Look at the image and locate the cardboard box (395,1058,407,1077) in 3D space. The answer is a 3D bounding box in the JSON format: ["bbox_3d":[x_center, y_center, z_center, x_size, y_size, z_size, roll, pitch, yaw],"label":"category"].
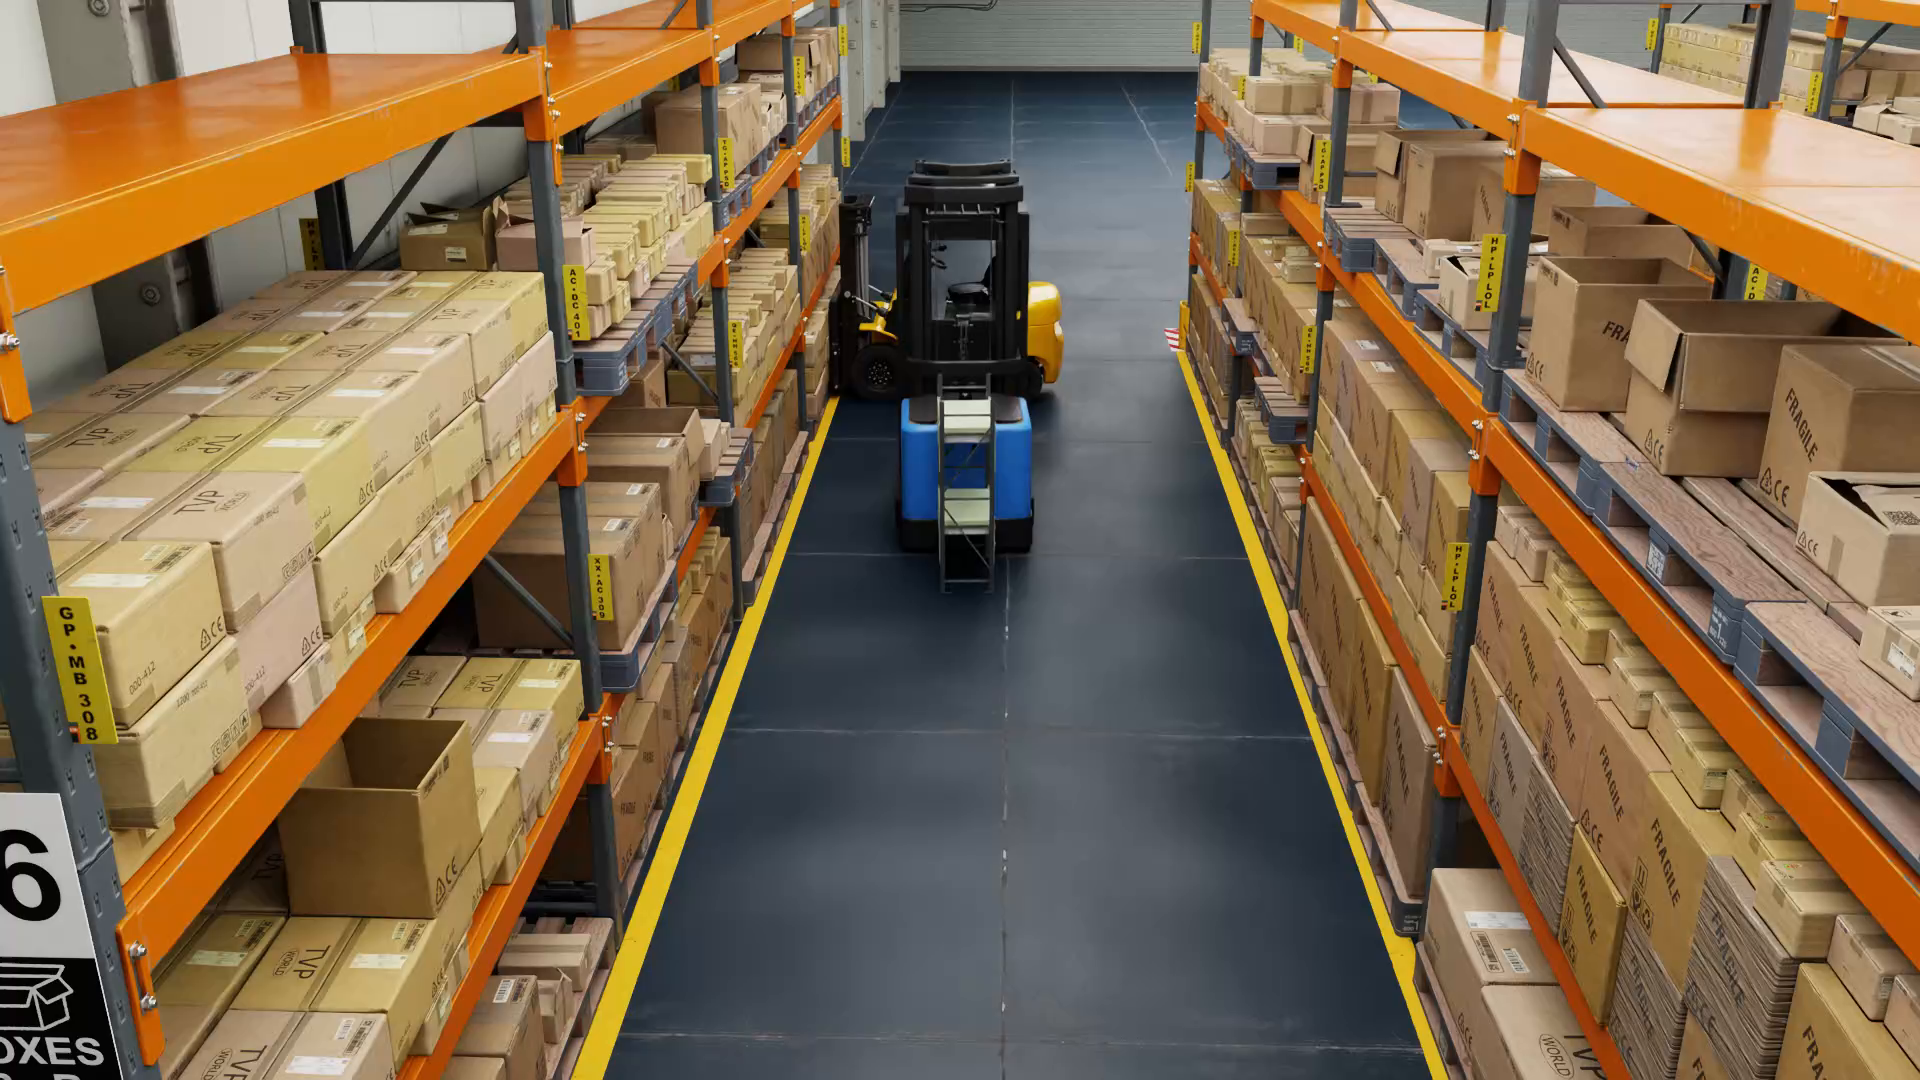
[{"bbox_3d":[-2.025,1.691,5.371,0.380,0.149,0.250,1,21,2],"label":"cardboard box"}]

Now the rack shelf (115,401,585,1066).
[{"bbox_3d":[-2.255,0.278,5.513,1.077,0.370,4.000,1,21,2],"label":"rack shelf"}]

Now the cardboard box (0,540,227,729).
[{"bbox_3d":[-2.051,0.206,3.808,0.500,0.250,0.500,0,21,1],"label":"cardboard box"}]

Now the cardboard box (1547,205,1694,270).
[{"bbox_3d":[3.084,-1.285,7.828,0.500,0.500,0.500,0,21,1],"label":"cardboard box"}]

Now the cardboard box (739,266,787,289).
[{"bbox_3d":[-1.664,-2.219,14.067,0.380,0.149,0.250,0,21,0],"label":"cardboard box"}]

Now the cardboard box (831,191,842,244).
[{"bbox_3d":[-1.581,-3.586,18.487,0.500,0.500,0.500,0,21,0],"label":"cardboard box"}]

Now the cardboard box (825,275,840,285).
[{"bbox_3d":[-1.541,-2.746,18.298,0.500,0.250,0.500,1,21,3],"label":"cardboard box"}]

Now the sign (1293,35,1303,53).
[{"bbox_3d":[3.687,-5.465,18.097,0.100,0.325,0.005,1,21,2],"label":"sign"}]

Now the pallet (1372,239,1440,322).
[{"bbox_3d":[2.892,-1.447,9.227,1.003,0.211,1.213,2,21,4],"label":"pallet"}]

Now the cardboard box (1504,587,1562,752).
[{"bbox_3d":[2.490,0.511,6.546,0.500,0.500,0.500,0,21,1],"label":"cardboard box"}]

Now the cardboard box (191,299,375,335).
[{"bbox_3d":[-2.493,-0.719,6.193,0.500,0.250,0.500,0,21,0],"label":"cardboard box"}]

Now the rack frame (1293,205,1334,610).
[{"bbox_3d":[2.889,-0.775,11.379,1.000,3.000,0.127,1,21,2],"label":"rack frame"}]

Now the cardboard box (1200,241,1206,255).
[{"bbox_3d":[2.779,-3.152,17.853,0.380,0.149,0.250,1,21,2],"label":"cardboard box"}]

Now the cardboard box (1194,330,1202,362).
[{"bbox_3d":[2.809,-2.108,18.036,0.500,0.250,0.500,1,21,4],"label":"cardboard box"}]

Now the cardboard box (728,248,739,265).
[{"bbox_3d":[-2.176,-2.499,14.787,0.380,0.149,0.250,0,21,0],"label":"cardboard box"}]

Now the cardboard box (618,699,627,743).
[{"bbox_3d":[-1.989,0.965,8.875,0.380,0.149,0.250,0,21,-1],"label":"cardboard box"}]

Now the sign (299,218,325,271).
[{"bbox_3d":[-2.749,-1.210,7.094,0.100,0.325,0.005,1,21,2],"label":"sign"}]

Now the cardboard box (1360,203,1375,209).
[{"bbox_3d":[2.689,-2.172,11.182,0.380,0.149,0.250,1,21,2],"label":"cardboard box"}]

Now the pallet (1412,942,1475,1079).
[{"bbox_3d":[2.666,2.246,7.450,1.003,0.211,1.213,1,21,2],"label":"pallet"}]

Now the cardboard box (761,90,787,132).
[{"bbox_3d":[-1.729,-3.609,13.942,0.500,0.311,0.500,0,21,0],"label":"cardboard box"}]

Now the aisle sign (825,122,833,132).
[{"bbox_3d":[-1.533,-4.953,18.554,0.394,0.787,0.004,1,21,2],"label":"aisle sign"}]

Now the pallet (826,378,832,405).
[{"bbox_3d":[-1.850,-1.704,17.628,1.003,0.211,1.213,1,21,2],"label":"pallet"}]

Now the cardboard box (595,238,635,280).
[{"bbox_3d":[-1.759,-1.336,7.896,0.380,0.149,0.250,0,21,1],"label":"cardboard box"}]

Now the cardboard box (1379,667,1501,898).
[{"bbox_3d":[2.707,1.241,8.540,0.875,0.875,0.875,1,21,3],"label":"cardboard box"}]

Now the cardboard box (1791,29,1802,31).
[{"bbox_3d":[8.389,-5.143,17.016,0.380,0.149,0.250,1,21,3],"label":"cardboard box"}]

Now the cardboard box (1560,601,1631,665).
[{"bbox_3d":[2.435,0.338,6.094,0.380,0.149,0.250,0,21,0],"label":"cardboard box"}]

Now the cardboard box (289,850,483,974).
[{"bbox_3d":[-2.011,1.284,5.870,0.500,0.250,0.500,0,21,0],"label":"cardboard box"}]

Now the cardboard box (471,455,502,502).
[{"bbox_3d":[-1.949,-0.256,6.242,0.380,0.149,0.250,1,21,1],"label":"cardboard box"}]

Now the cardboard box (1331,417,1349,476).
[{"bbox_3d":[2.610,-0.571,10.369,0.500,0.250,0.500,1,21,3],"label":"cardboard box"}]

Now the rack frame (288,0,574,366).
[{"bbox_3d":[-2.194,-2.179,6.704,1.000,3.000,0.127,1,21,2],"label":"rack frame"}]

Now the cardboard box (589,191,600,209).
[{"bbox_3d":[-2.383,-2.029,10.121,0.380,0.149,0.250,1,21,3],"label":"cardboard box"}]

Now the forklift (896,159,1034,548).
[{"bbox_3d":[0.011,-1.785,14.076,1.130,2.935,3.031,-1,21,-2],"label":"forklift"}]

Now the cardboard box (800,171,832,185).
[{"bbox_3d":[-1.586,-3.892,17.967,0.380,0.149,0.250,1,21,3],"label":"cardboard box"}]

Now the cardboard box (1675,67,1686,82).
[{"bbox_3d":[7.737,-4.870,17.415,0.380,0.149,0.250,1,21,2],"label":"cardboard box"}]

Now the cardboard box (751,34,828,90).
[{"bbox_3d":[-1.730,-4.876,16.946,0.700,0.500,0.500,1,21,2],"label":"cardboard box"}]

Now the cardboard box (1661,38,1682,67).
[{"bbox_3d":[7.812,-5.187,17.682,0.500,0.250,0.500,1,21,2],"label":"cardboard box"}]

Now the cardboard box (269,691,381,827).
[{"bbox_3d":[-2.505,0.735,6.247,0.500,0.500,0.500,0,21,0],"label":"cardboard box"}]

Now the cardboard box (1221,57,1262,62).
[{"bbox_3d":[2.863,-4.833,16.936,0.380,0.149,0.250,1,21,1],"label":"cardboard box"}]

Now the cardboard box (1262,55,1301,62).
[{"bbox_3d":[3.323,-4.918,17.157,0.380,0.149,0.250,1,21,2],"label":"cardboard box"}]

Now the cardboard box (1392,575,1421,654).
[{"bbox_3d":[2.546,0.392,8.579,0.500,0.250,0.500,0,21,1],"label":"cardboard box"}]

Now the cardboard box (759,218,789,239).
[{"bbox_3d":[-1.644,-2.874,15.343,0.380,0.149,0.250,1,21,3],"label":"cardboard box"}]

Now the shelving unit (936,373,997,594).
[{"bbox_3d":[0.043,-0.429,12.561,0.431,1.500,0.755,-1,21,-2],"label":"shelving unit"}]

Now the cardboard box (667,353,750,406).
[{"bbox_3d":[-1.789,-1.149,11.859,0.500,0.250,0.500,1,21,2],"label":"cardboard box"}]

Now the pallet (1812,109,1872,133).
[{"bbox_3d":[7.997,-3.856,15.296,1.003,0.211,1.213,1,21,2],"label":"pallet"}]

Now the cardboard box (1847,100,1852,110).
[{"bbox_3d":[8.328,-4.039,15.273,0.380,0.149,0.250,1,21,2],"label":"cardboard box"}]

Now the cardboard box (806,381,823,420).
[{"bbox_3d":[-1.605,-1.360,16.107,0.500,0.250,0.500,1,21,2],"label":"cardboard box"}]

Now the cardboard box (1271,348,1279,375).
[{"bbox_3d":[2.573,-1.355,12.640,0.380,0.149,0.250,1,21,3],"label":"cardboard box"}]

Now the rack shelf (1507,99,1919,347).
[{"bbox_3d":[2.707,-0.880,4.905,1.077,0.370,4.000,1,21,2],"label":"rack shelf"}]

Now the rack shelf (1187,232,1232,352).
[{"bbox_3d":[3.072,-2.609,17.100,1.077,0.370,4.000,1,21,2],"label":"rack shelf"}]

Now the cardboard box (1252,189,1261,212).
[{"bbox_3d":[3.246,-3.584,16.689,0.700,0.500,0.500,1,21,1],"label":"cardboard box"}]

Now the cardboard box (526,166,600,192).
[{"bbox_3d":[-2.403,-2.171,10.075,0.380,0.149,0.250,1,21,1],"label":"cardboard box"}]

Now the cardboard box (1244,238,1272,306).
[{"bbox_3d":[2.695,-2.255,14.063,0.500,0.500,0.500,1,21,2],"label":"cardboard box"}]

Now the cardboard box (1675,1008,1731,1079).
[{"bbox_3d":[2.426,1.712,4.831,0.500,0.500,0.500,0,21,0],"label":"cardboard box"}]

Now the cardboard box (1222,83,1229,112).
[{"bbox_3d":[2.800,-4.218,15.902,0.500,0.250,0.500,0,21,1],"label":"cardboard box"}]

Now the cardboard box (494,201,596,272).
[{"bbox_3d":[-1.836,-1.342,7.340,0.396,0.266,0.258,0,21,1],"label":"cardboard box"}]

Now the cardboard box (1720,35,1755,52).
[{"bbox_3d":[7.708,-4.876,16.327,0.380,0.149,0.250,1,21,2],"label":"cardboard box"}]
